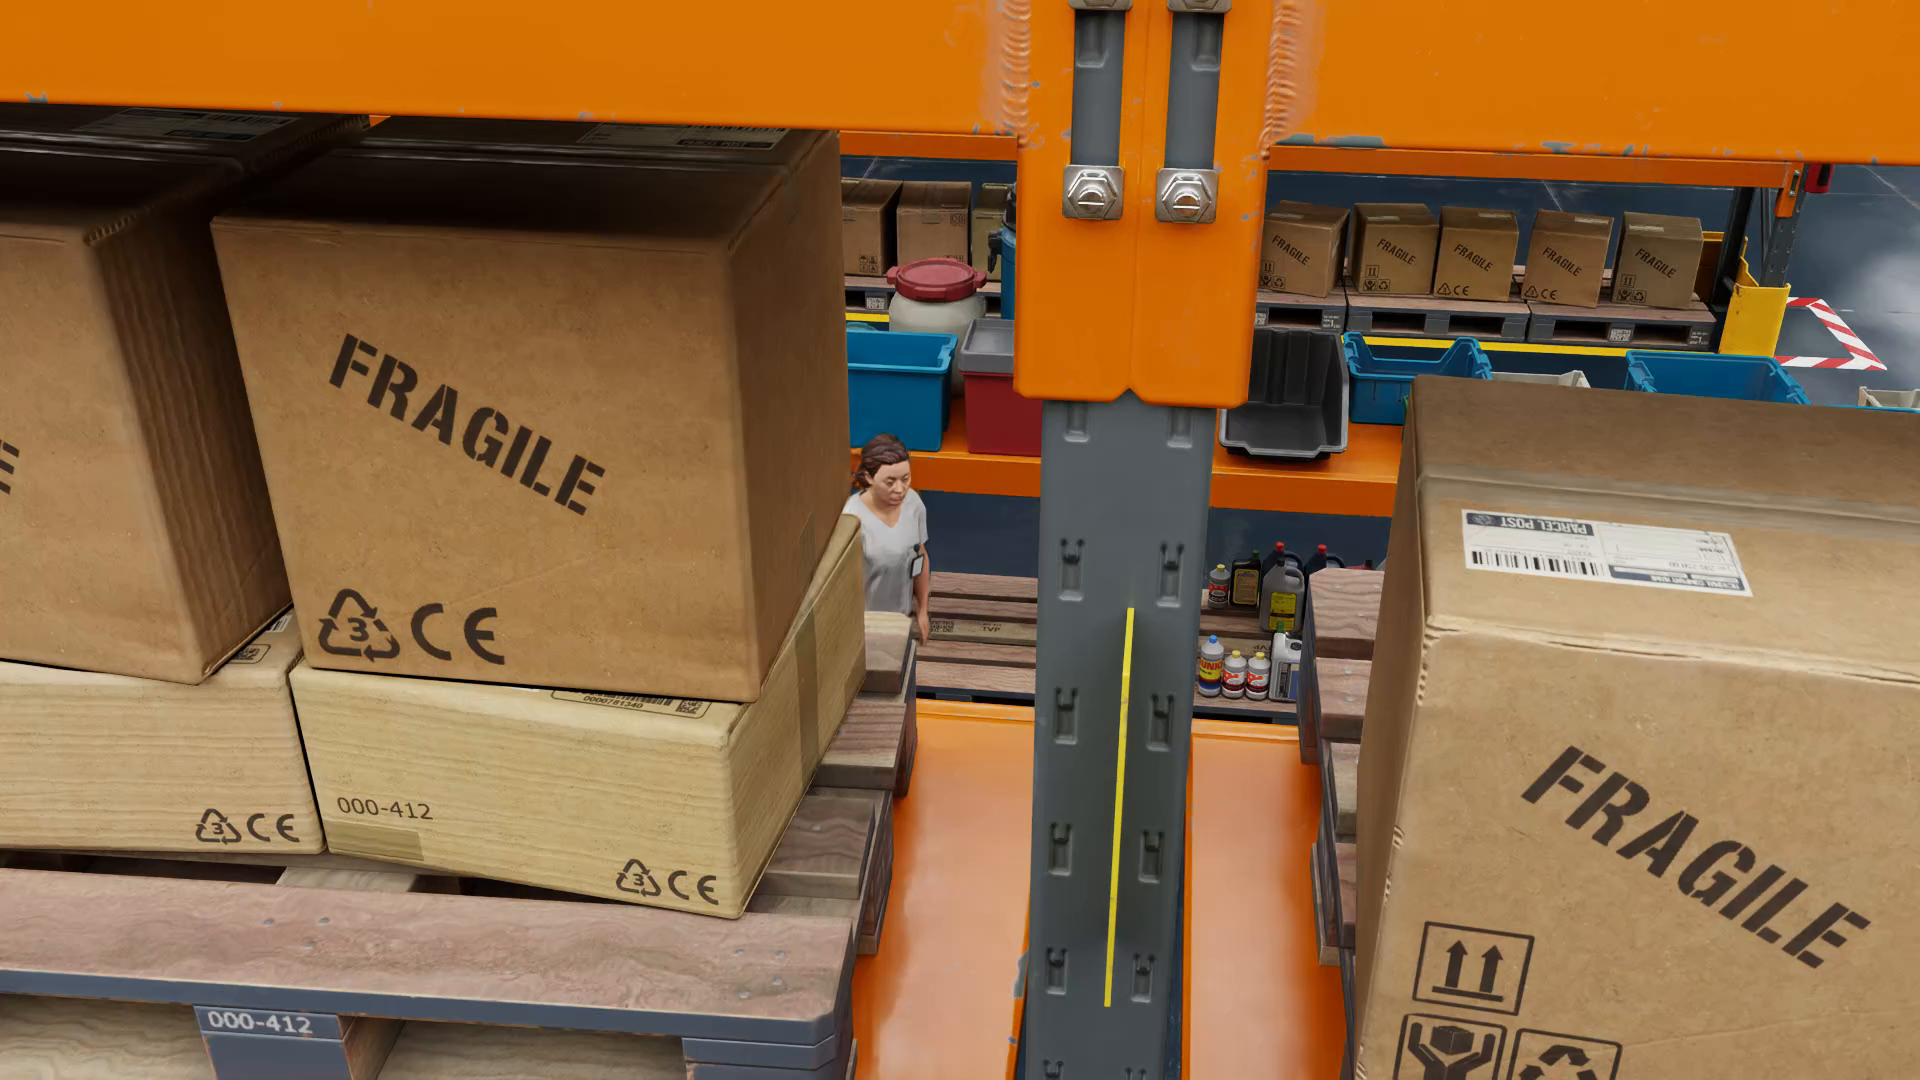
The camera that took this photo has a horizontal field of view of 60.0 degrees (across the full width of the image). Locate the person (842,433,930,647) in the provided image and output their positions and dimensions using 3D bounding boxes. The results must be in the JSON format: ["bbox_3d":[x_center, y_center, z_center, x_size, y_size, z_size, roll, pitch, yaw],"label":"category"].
[{"bbox_3d":[-0.302,0.302,6.578,0.452,1.600,1.048,-24,37,-37],"label":"person"}]
